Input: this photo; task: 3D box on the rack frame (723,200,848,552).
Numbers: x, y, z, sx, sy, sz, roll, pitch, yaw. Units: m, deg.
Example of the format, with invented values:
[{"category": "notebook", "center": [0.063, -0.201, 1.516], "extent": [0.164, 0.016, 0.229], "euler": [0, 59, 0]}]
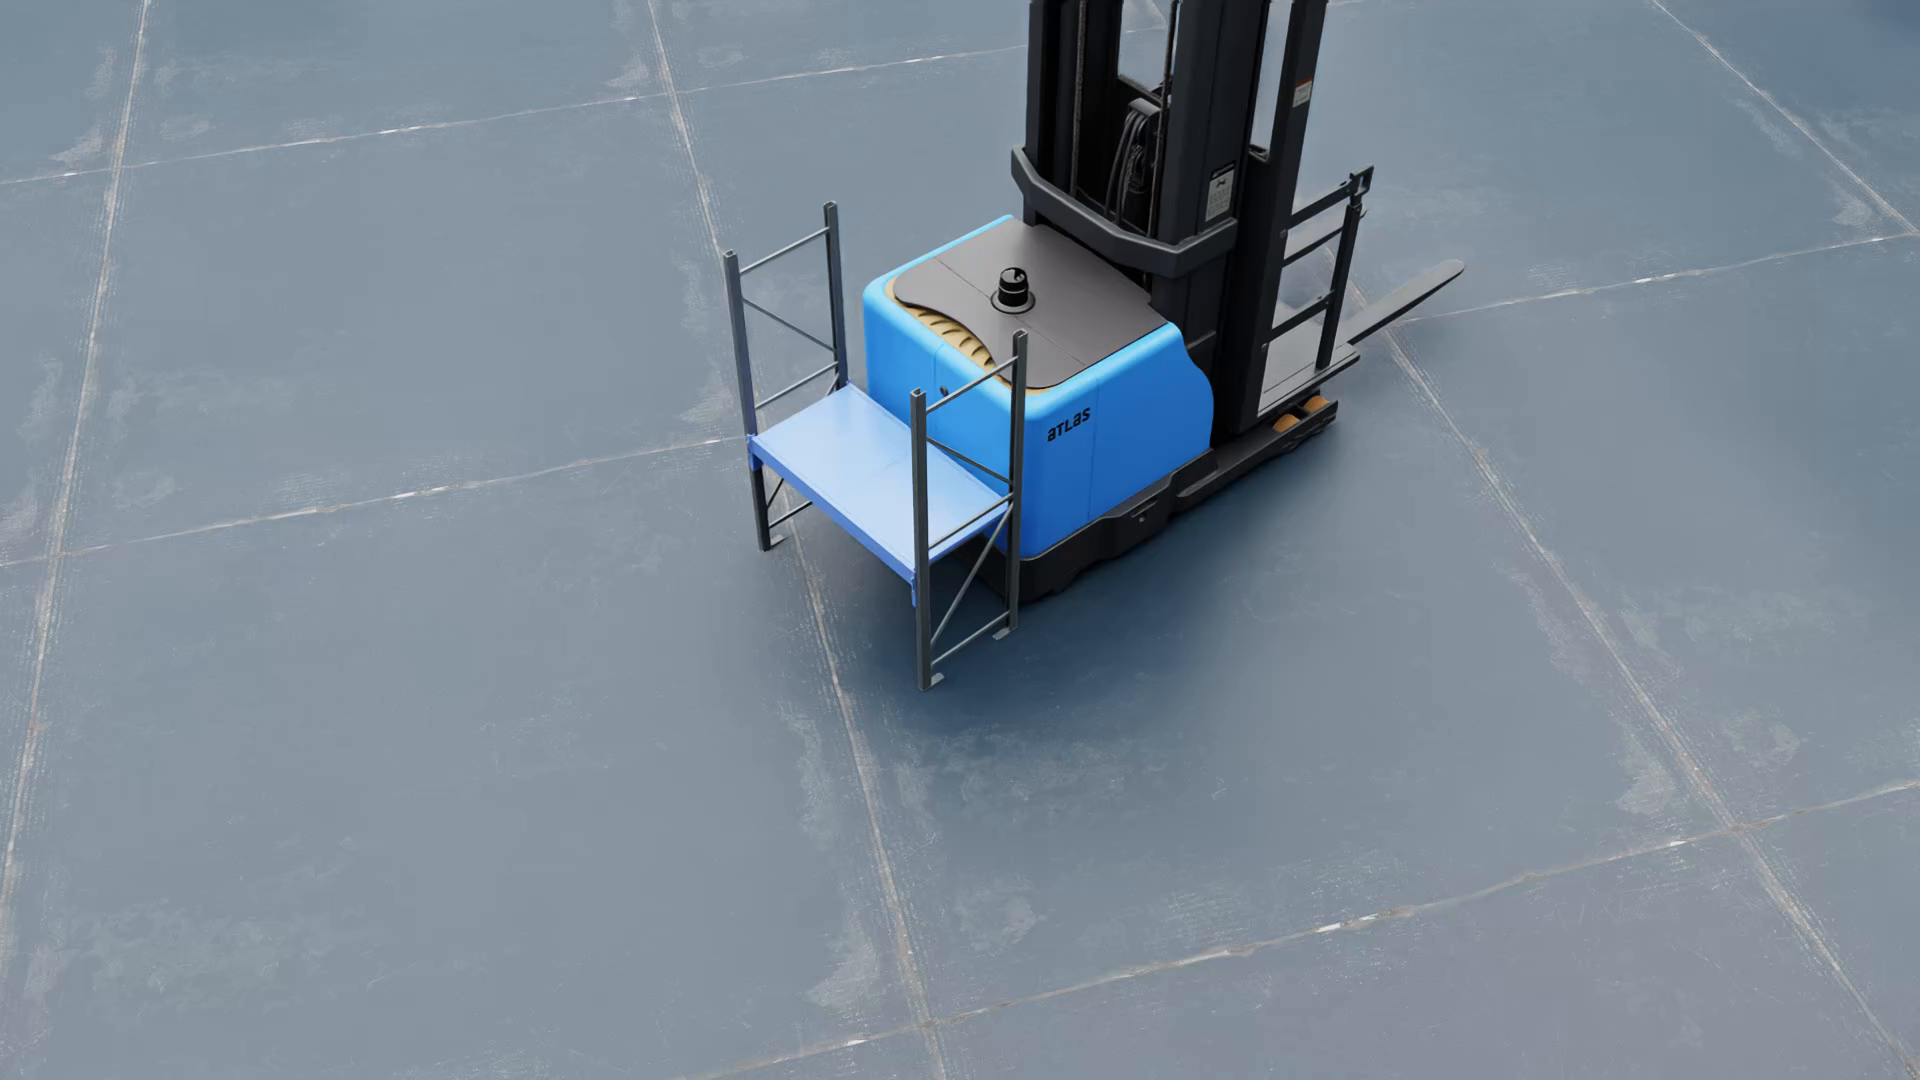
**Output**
[{"category": "rack frame", "center": [-0.647, -0.602, 6.540], "extent": [0.500, 1.500, 0.032], "euler": [-33, 54, -28]}]

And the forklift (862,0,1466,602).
[{"category": "forklift", "center": [1.057, -1.678, 6.593], "extent": [3.031, 2.935, 1.130], "euler": [-31, 53, -27]}]

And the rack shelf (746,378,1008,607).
[{"category": "rack shelf", "center": [-0.307, -0.206, 6.404], "extent": [0.538, 0.185, 1.000], "euler": [-33, 54, -28]}]

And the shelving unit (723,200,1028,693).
[{"category": "shelving unit", "center": [-0.307, -0.332, 6.276], "extent": [0.538, 1.500, 1.048], "euler": [-33, 54, -28]}]

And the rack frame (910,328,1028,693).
[{"category": "rack frame", "center": [0.034, -0.062, 6.011], "extent": [0.500, 1.500, 0.032], "euler": [-33, 54, -28]}]
